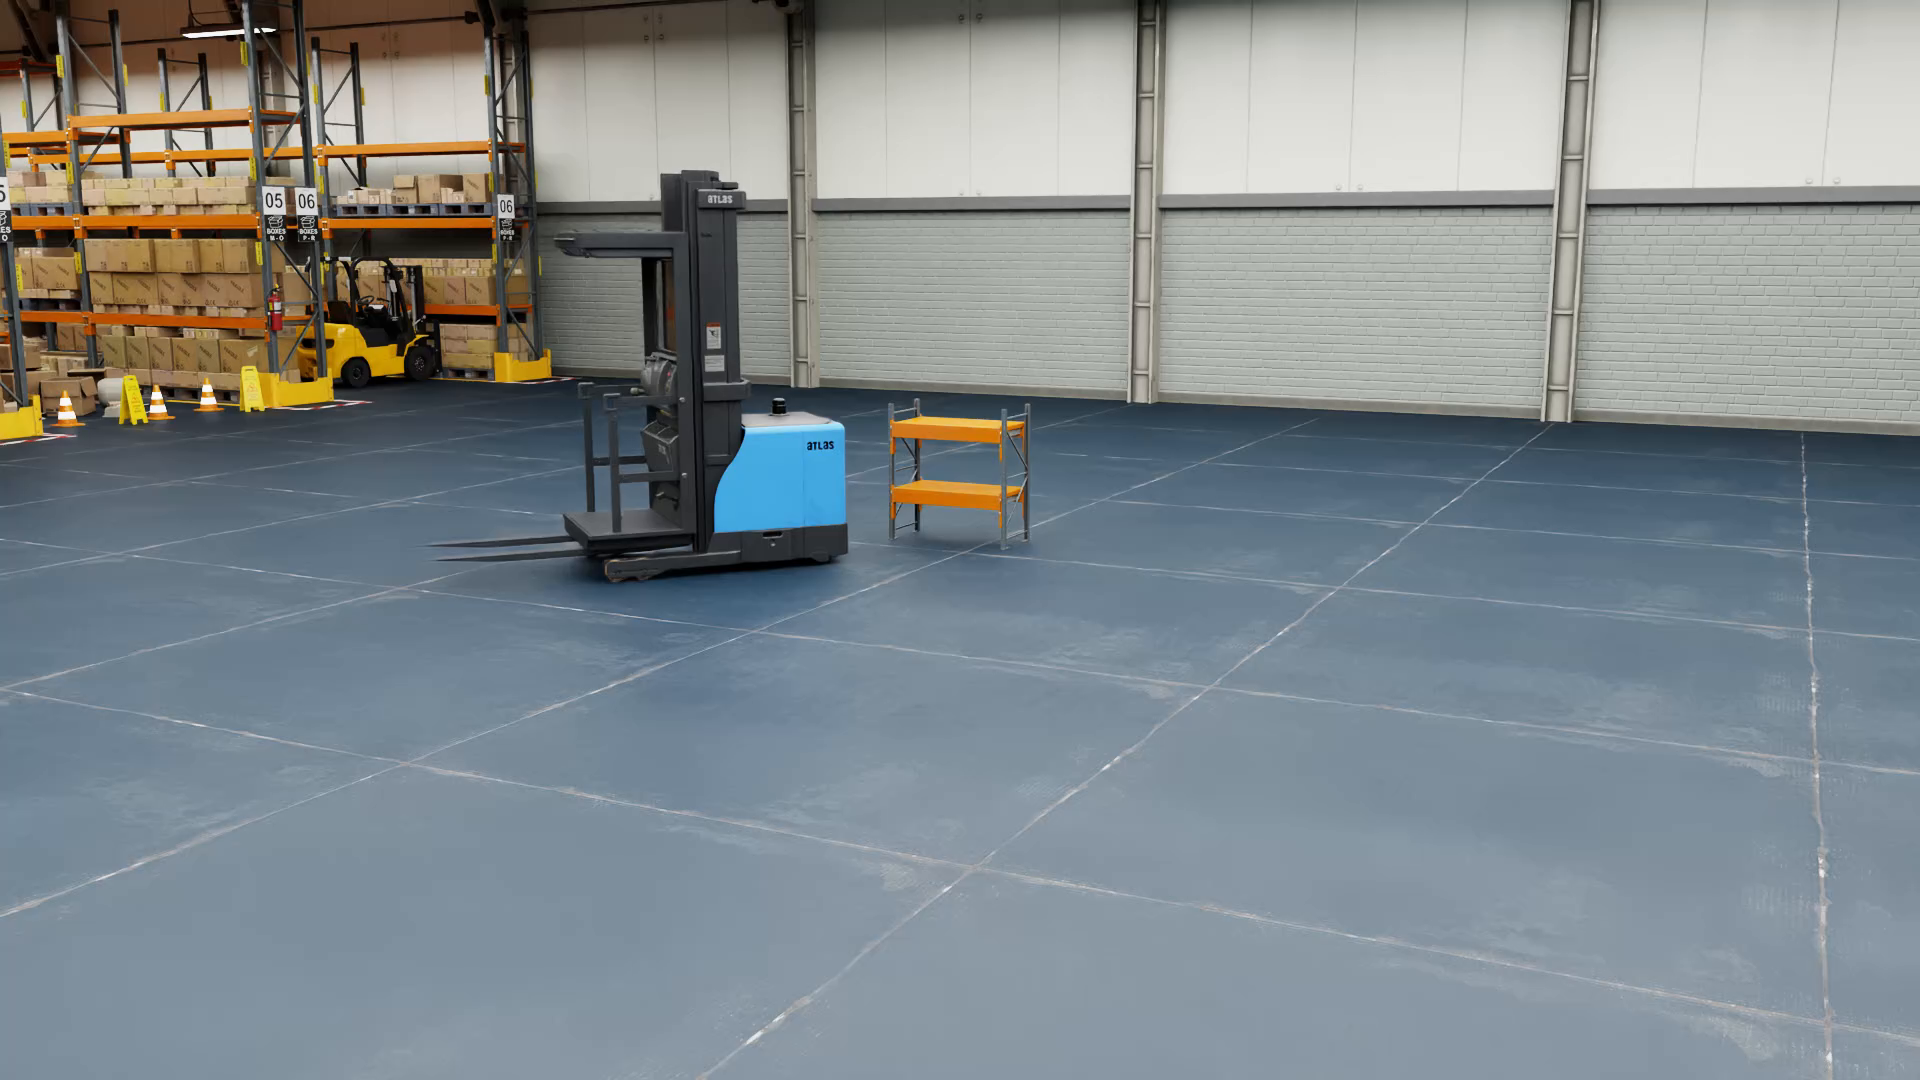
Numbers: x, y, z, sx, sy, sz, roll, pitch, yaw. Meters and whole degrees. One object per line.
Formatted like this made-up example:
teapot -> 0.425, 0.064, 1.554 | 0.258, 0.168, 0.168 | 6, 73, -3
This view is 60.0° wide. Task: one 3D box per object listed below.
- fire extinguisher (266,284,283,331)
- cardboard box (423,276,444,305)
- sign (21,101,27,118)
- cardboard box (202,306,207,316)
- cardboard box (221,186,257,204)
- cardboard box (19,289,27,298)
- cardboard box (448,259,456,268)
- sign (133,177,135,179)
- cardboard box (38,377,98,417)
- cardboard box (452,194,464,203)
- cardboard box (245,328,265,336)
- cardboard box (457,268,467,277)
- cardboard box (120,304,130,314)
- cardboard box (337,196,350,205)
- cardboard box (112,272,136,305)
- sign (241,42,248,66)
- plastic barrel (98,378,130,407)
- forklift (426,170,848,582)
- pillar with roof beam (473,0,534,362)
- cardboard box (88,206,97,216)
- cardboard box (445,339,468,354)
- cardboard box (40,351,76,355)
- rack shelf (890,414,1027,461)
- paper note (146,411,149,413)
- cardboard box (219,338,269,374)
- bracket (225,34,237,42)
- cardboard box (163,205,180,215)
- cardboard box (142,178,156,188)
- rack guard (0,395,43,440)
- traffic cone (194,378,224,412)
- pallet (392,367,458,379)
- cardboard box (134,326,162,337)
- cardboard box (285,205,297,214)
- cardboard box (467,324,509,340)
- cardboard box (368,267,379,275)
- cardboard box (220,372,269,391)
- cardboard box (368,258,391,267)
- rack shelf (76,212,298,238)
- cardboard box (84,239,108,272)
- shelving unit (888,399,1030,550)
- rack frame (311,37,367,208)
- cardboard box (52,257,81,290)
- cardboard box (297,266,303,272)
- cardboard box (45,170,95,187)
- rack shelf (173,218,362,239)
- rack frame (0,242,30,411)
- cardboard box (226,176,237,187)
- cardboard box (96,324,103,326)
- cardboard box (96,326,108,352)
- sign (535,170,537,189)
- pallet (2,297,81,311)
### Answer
fire extinguisher -> -10.046, -3.413, 24.381 | 0.183, 0.674, 0.296 | 5, 11, 26
cardboard box -> -9.230, -4.455, 29.643 | 0.500, 0.500, 0.500 | 5, 11, 25
sign -> -18.769, -8.637, 33.342 | 0.005, 0.325, 0.100 | 5, 11, 26
cardboard box -> -11.283, -3.489, 25.291 | 0.250, 0.149, 0.380 | 5, 11, 27
cardboard box -> -10.523, -5.079, 24.535 | 0.500, 0.250, 0.500 | 5, 11, 25
cardboard box -> -15.024, -4.011, 26.994 | 0.250, 0.149, 0.380 | 5, 11, 26
cardboard box -> -8.838, -4.898, 29.433 | 0.250, 0.149, 0.380 | 5, 11, 26
sign -> -13.298, -5.666, 26.741 | 0.005, 0.325, 0.100 | 5, 11, 26
cardboard box -> -12.640, -2.039, 23.583 | 0.637, 0.503, 0.797 | -2, 11, -14
cardboard box -> -8.629, -5.951, 29.014 | 0.250, 0.149, 0.380 | 5, 11, 24
cardboard box -> -13.179, -3.840, 32.015 | 0.625, 0.625, 0.875 | 5, 11, 23
cardboard box -> -8.634, -4.723, 29.301 | 0.250, 0.149, 0.380 | 5, 12, 27
cardboard box -> -12.890, -3.621, 26.021 | 0.250, 0.149, 0.380 | 5, 11, 26
cardboard box -> -11.071, -6.166, 30.199 | 0.250, 0.149, 0.380 | 5, 12, 27
cardboard box -> -12.800, -3.929, 25.901 | 0.500, 0.500, 0.500 | 5, 11, 26
sign -> -10.208, -6.936, 23.718 | 0.005, 0.325, 0.100 | 5, 11, 26
plastic barrel -> -12.467, -2.187, 24.623 | 0.512, 0.421, 0.421 | -4, 11, -23
forklift -> -2.427, -1.243, 12.368 | 3.031, 2.935, 1.130 | -4, 11, -23
pillar with roof beam -> -9.882, -6.790, 25.977 | 0.548, 9.000, 9.100 | 5, 11, 26
cardboard box -> -13.359, -5.137, 25.971 | 0.250, 0.149, 0.380 | 5, 11, 25
cardboard box -> -8.771, -3.456, 29.539 | 0.500, 0.250, 0.500 | 5, 11, 25
cardboard box -> -15.274, -2.914, 27.606 | 0.625, 0.372, 0.950 | 5, 12, 28
rack shelf -> -0.006, -0.842, 13.581 | 1.000, 0.278, 0.538 | 5, 11, 26
paper note -> -11.673, -1.829, 23.750 | 0.142, 0.019, 0.148 | 1, 10, 6
cardboard box -> -10.778, -2.777, 25.090 | 0.500, 0.500, 0.500 | 5, 11, 26
bracket -> -13.887, -9.697, 31.936 | 0.430, 0.232, 0.235 | 5, 11, 26
cardboard box -> -11.785, -4.983, 25.123 | 0.250, 0.149, 0.380 | 5, 11, 25
cardboard box -> -12.201, -5.422, 25.312 | 0.250, 0.149, 0.380 | 5, 11, 25
rack guard -> -12.022, -1.503, 20.630 | 0.348, 0.500, 1.175 | 5, 11, 26
traffic cone -> -10.901, -2.113, 24.105 | 0.334, 0.463, 0.336 | 5, 11, 26
pallet -> -9.546, -3.104, 30.289 | 1.213, 0.211, 1.003 | 5, 11, 26
cardboard box -> -12.575, -3.241, 25.830 | 0.250, 0.149, 0.380 | 6, 12, 28
cardboard box -> -10.098, -4.964, 25.016 | 0.250, 0.149, 0.380 | 5, 11, 26
cardboard box -> -8.302, -3.658, 29.256 | 0.500, 0.250, 0.500 | 5, 12, 28
cardboard box -> -10.502, -4.875, 30.143 | 0.250, 0.149, 0.380 | 5, 12, 27
cardboard box -> -10.810, -2.410, 25.163 | 0.500, 0.250, 0.500 | 5, 11, 26
cardboard box -> -10.491, -5.022, 30.120 | 0.250, 0.149, 0.380 | 5, 12, 27
rack shelf -> -11.738, -4.813, 25.498 | 4.000, 0.370, 1.077 | 5, 11, 26
cardboard box -> -13.233, -4.467, 26.065 | 0.500, 0.500, 0.700 | 5, 11, 25
shelving unit -> -0.006, -0.554, 13.633 | 1.048, 1.125, 0.538 | 5, 11, 26
rack frame -> -11.339, -7.594, 30.419 | 0.127, 3.000, 1.000 | 5, 11, 26
cardboard box -> -14.047, -4.250, 26.498 | 0.500, 0.500, 0.500 | 5, 11, 25
cardboard box -> -12.179, -5.047, 31.089 | 0.250, 0.149, 0.380 | 5, 11, 26
cardboard box -> -14.108, -5.729, 26.376 | 0.500, 0.250, 0.500 | 5, 12, 27
rack shelf -> -13.132, -5.921, 31.621 | 4.000, 0.370, 1.077 | 5, 11, 26
rack frame -> -12.044, -2.735, 20.418 | 0.127, 3.000, 1.000 | 5, 11, 26
cardboard box -> -10.593, -5.284, 24.547 | 0.250, 0.149, 0.380 | 5, 12, 27
cardboard box -> -17.332, -4.424, 33.770 | 0.250, 0.149, 0.380 | 5, 11, 26
cardboard box -> -17.251, -4.094, 33.769 | 0.500, 0.500, 0.500 | 5, 11, 24
sign -> -7.501, -6.360, 29.347 | 0.005, 0.325, 0.100 | 5, 11, 26
pallet -> -15.325, -3.920, 27.505 | 1.213, 0.211, 1.003 | 5, 11, 26
